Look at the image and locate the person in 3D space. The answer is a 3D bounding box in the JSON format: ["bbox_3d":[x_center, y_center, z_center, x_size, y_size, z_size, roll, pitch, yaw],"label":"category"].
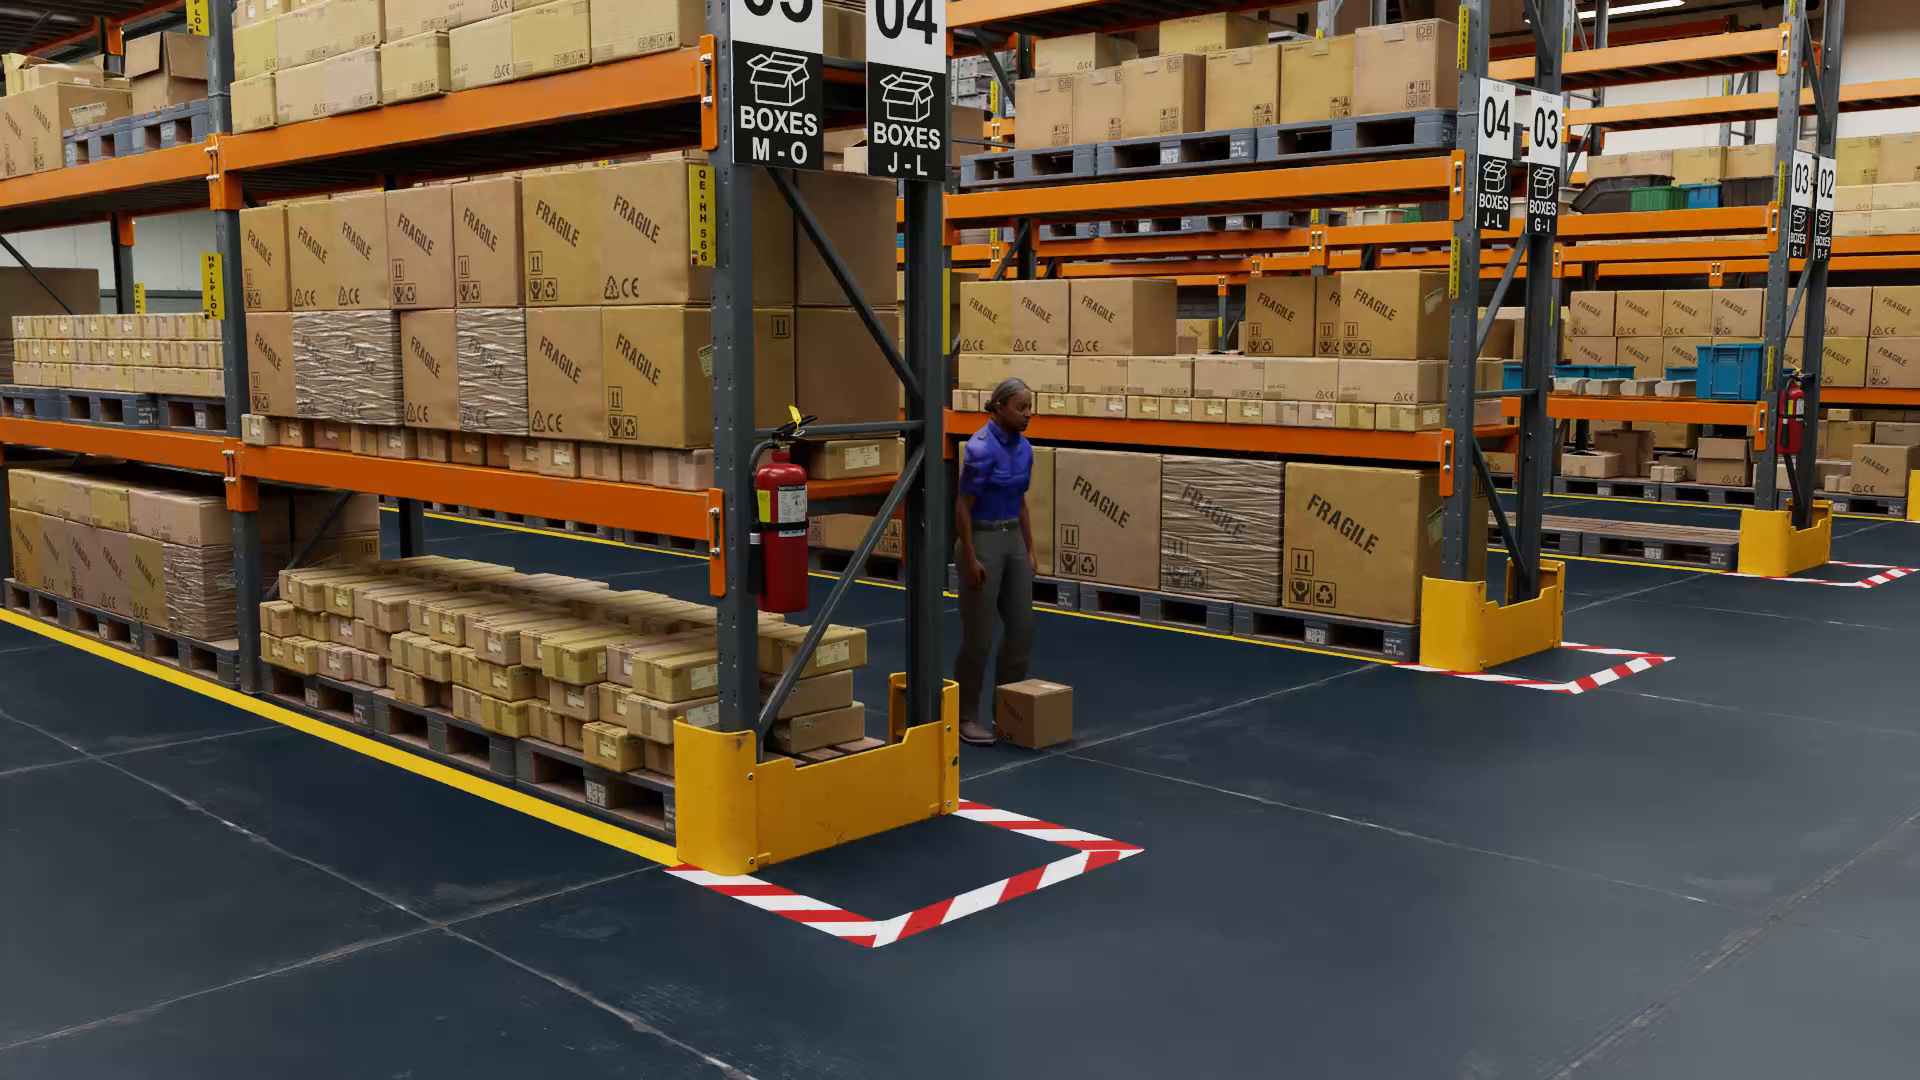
[{"bbox_3d":[0.180,0.080,7.647,0.392,1.654,0.513,7,10,43],"label":"person"}]
